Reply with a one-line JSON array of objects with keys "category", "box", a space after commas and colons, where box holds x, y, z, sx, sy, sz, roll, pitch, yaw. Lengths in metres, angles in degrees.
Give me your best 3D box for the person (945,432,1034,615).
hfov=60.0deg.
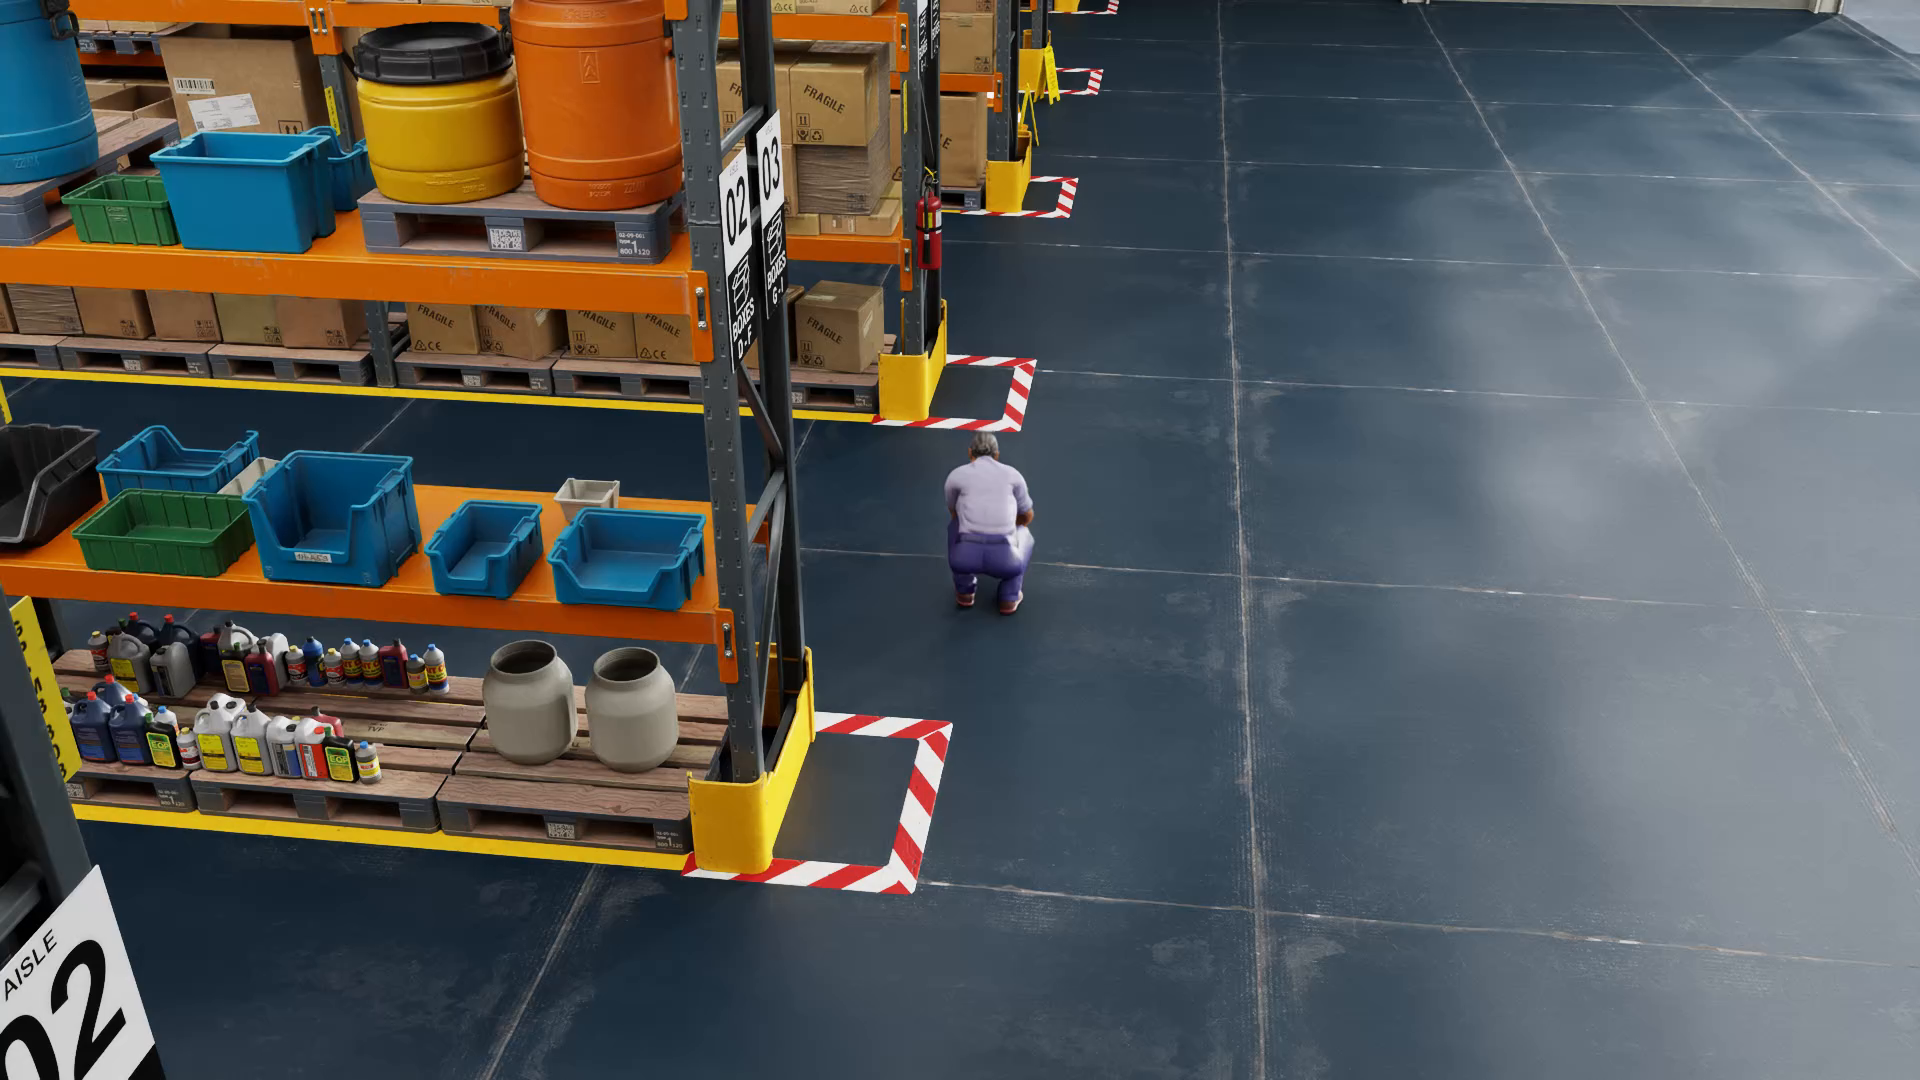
[{"category": "person", "box": [0.161, -0.099, 9.593, 0.528, 0.924, 0.829, 3, 29, 6]}]
